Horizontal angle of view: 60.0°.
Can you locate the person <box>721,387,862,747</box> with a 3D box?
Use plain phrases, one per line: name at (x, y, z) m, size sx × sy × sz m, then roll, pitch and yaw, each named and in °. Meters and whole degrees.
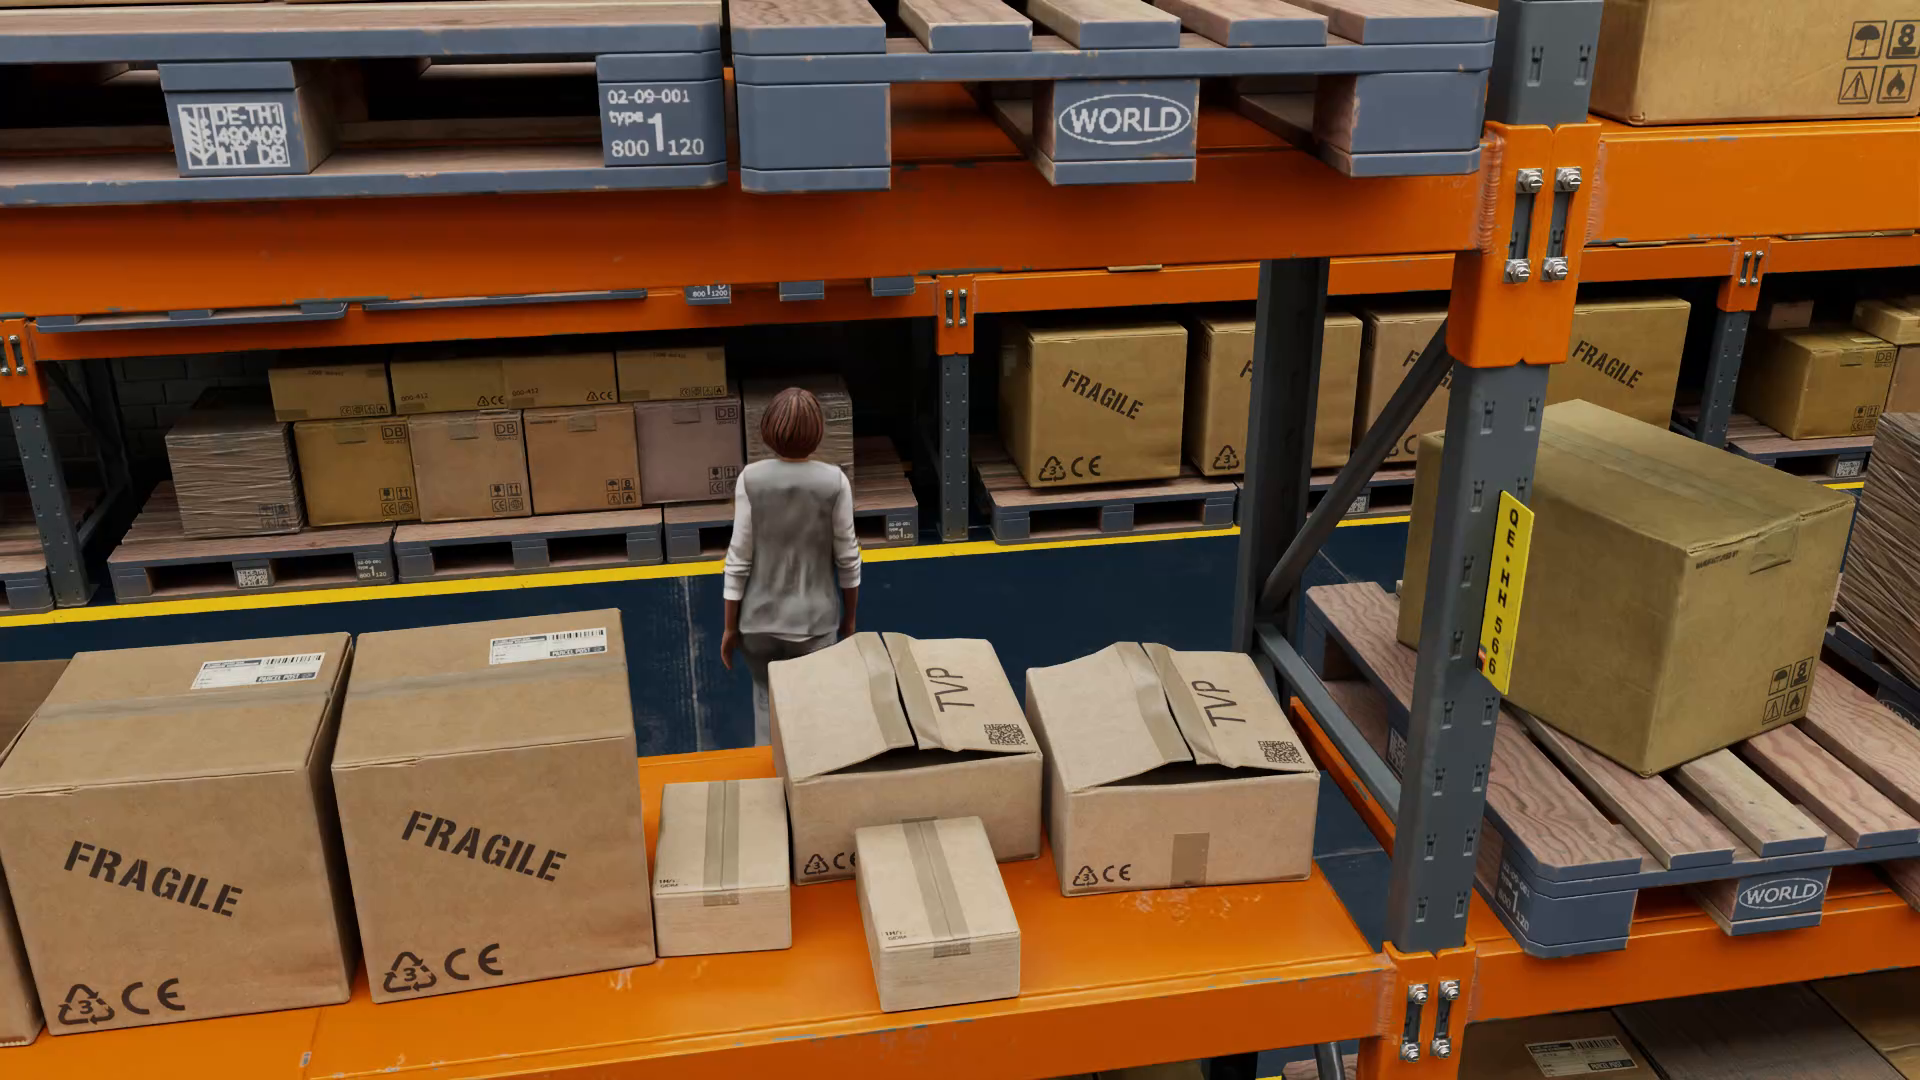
person at (-0.545, 0.309, 5.401) m, size 0.442 × 1.604 × 0.502 m, roll 2°, pitch 24°, yaw 4°
